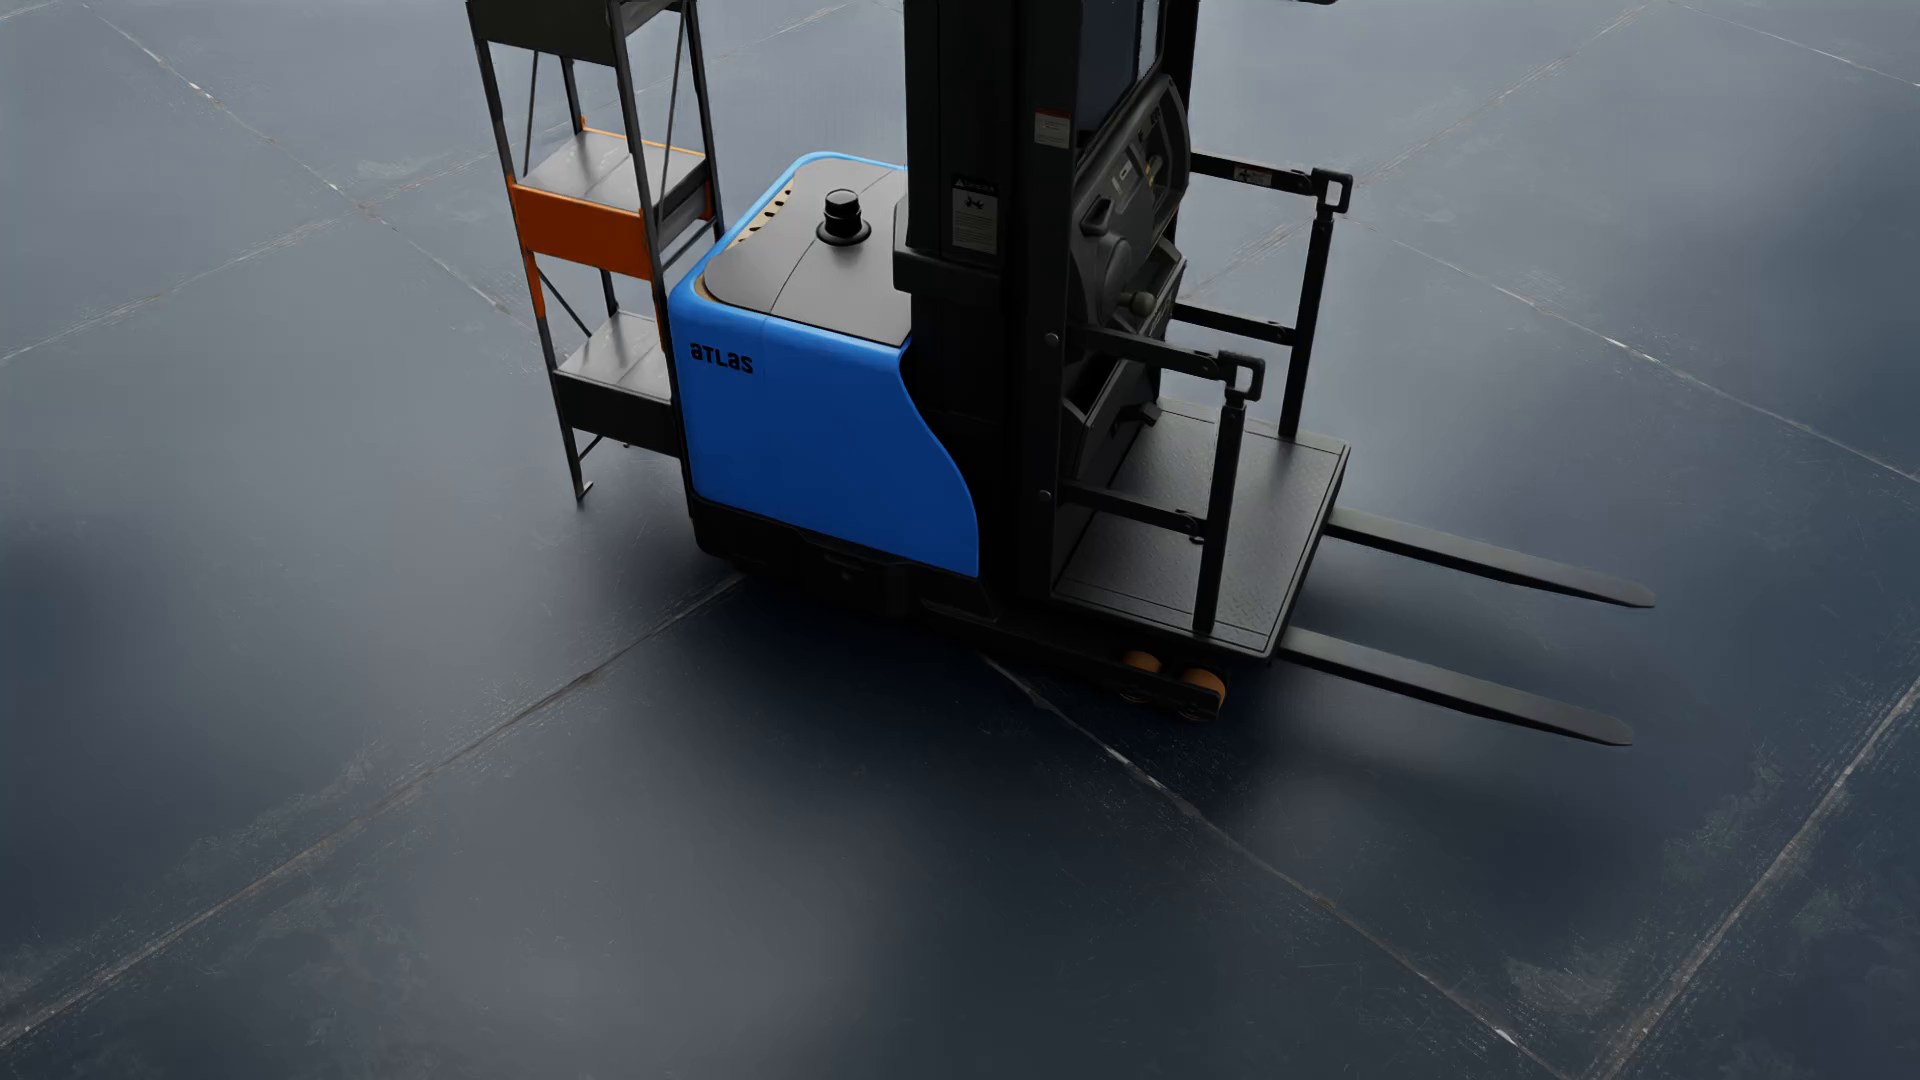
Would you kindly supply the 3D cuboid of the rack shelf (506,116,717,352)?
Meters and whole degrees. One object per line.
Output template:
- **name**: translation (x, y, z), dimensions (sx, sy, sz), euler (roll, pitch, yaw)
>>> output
- **rack shelf**: translation (-1.068, -0.972, 5.269), dimensions (0.480, 0.518, 0.431), euler (16, 45, 18)

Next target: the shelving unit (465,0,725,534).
- **shelving unit**: translation (-1.068, -0.982, 5.260), dimensions (0.503, 2.100, 0.431), euler (16, 45, 18)

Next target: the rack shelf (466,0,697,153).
- **rack shelf**: translation (-1.078, -1.489, 4.797), dimensions (0.480, 0.518, 0.431), euler (16, 45, 18)

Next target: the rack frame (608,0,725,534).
- **rack frame**: translation (-0.846, -0.917, 5.184), dimensions (0.015, 2.100, 0.400), euler (16, 45, 18)

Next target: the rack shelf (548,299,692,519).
- **rack shelf**: translation (-1.058, -0.455, 5.741), dimensions (0.480, 0.518, 0.431), euler (16, 45, 18)

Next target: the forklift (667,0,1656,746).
- **forklift**: translation (0.668, -0.929, 4.596), dimensions (3.031, 2.935, 1.130), euler (16, 45, 17)

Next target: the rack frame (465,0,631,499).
- **rack frame**: translation (-1.291, -1.047, 5.336), dimensions (0.015, 2.100, 0.400), euler (16, 45, 18)
